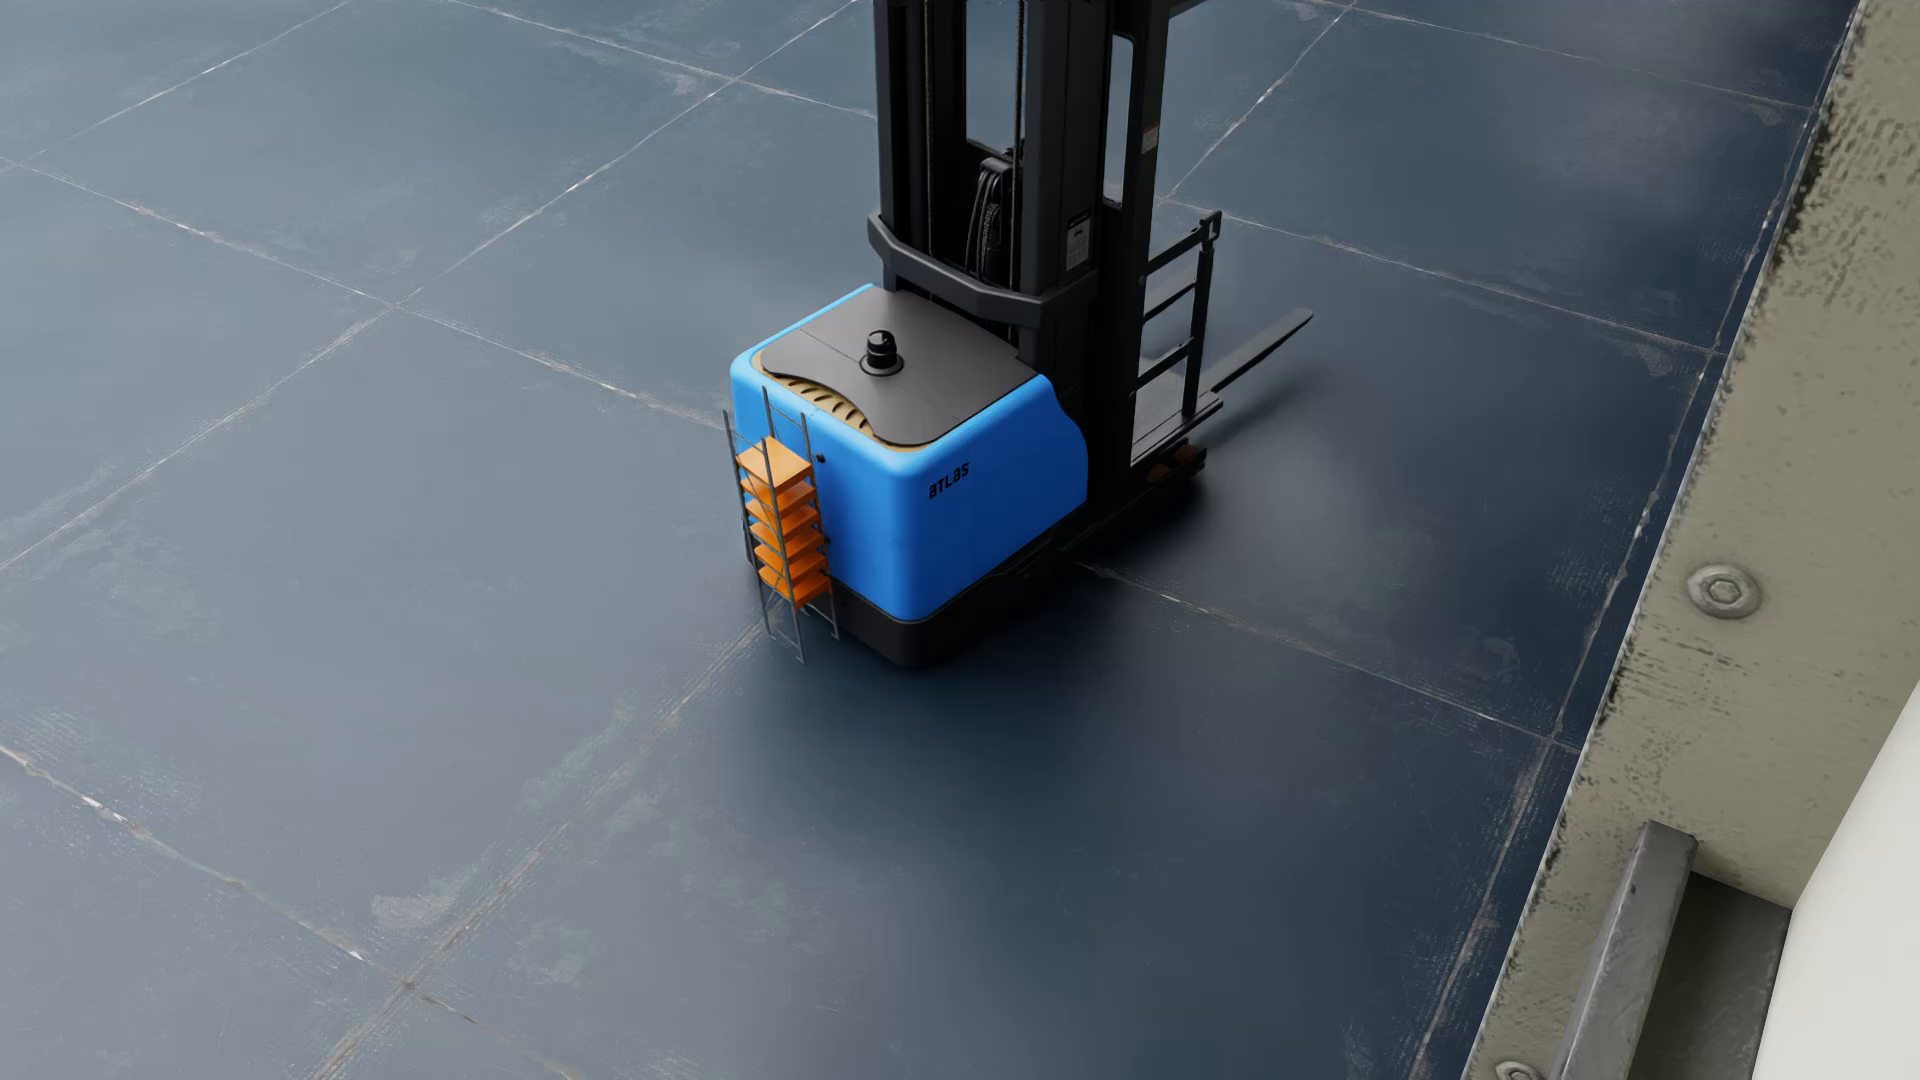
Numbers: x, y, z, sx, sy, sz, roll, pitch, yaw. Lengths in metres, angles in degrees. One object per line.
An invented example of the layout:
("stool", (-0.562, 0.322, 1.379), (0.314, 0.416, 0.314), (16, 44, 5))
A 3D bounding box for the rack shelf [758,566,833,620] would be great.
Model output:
("rack shelf", (-0.656, 0.171, 6.569), (0.180, 0.103, 0.258), (-35, 52, -28))

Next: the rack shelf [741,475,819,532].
("rack shelf", (-0.682, -0.172, 6.234), (0.180, 0.103, 0.258), (-35, 52, -28))

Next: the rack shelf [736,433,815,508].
("rack shelf", (-0.689, -0.258, 6.150), (0.180, 0.103, 0.258), (-35, 52, -28))

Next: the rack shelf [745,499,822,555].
("rack shelf", (-0.676, -0.086, 6.318), (0.180, 0.103, 0.258), (-35, 52, -28))

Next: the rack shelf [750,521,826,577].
("rack shelf", (-0.669, -0.001, 6.402), (0.180, 0.103, 0.258), (-35, 52, -28))

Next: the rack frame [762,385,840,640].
("rack frame", (-0.606, -0.079, 6.413), (0.006, 1.200, 0.240), (-35, 52, -28))

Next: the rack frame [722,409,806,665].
("rack frame", (-0.738, 0.014, 6.328), (0.006, 1.200, 0.240), (-35, 52, -28))

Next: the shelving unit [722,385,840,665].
("shelving unit", (-0.672, -0.032, 6.371), (0.189, 1.200, 0.258), (-35, 52, -28))

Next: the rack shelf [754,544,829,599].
("rack shelf", (-0.663, 0.085, 6.485), (0.180, 0.103, 0.258), (-35, 52, -28))

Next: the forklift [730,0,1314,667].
("forklift", (0.467, -1.480, 6.713), (1.130, 2.935, 3.031), (32, 50, 31))
